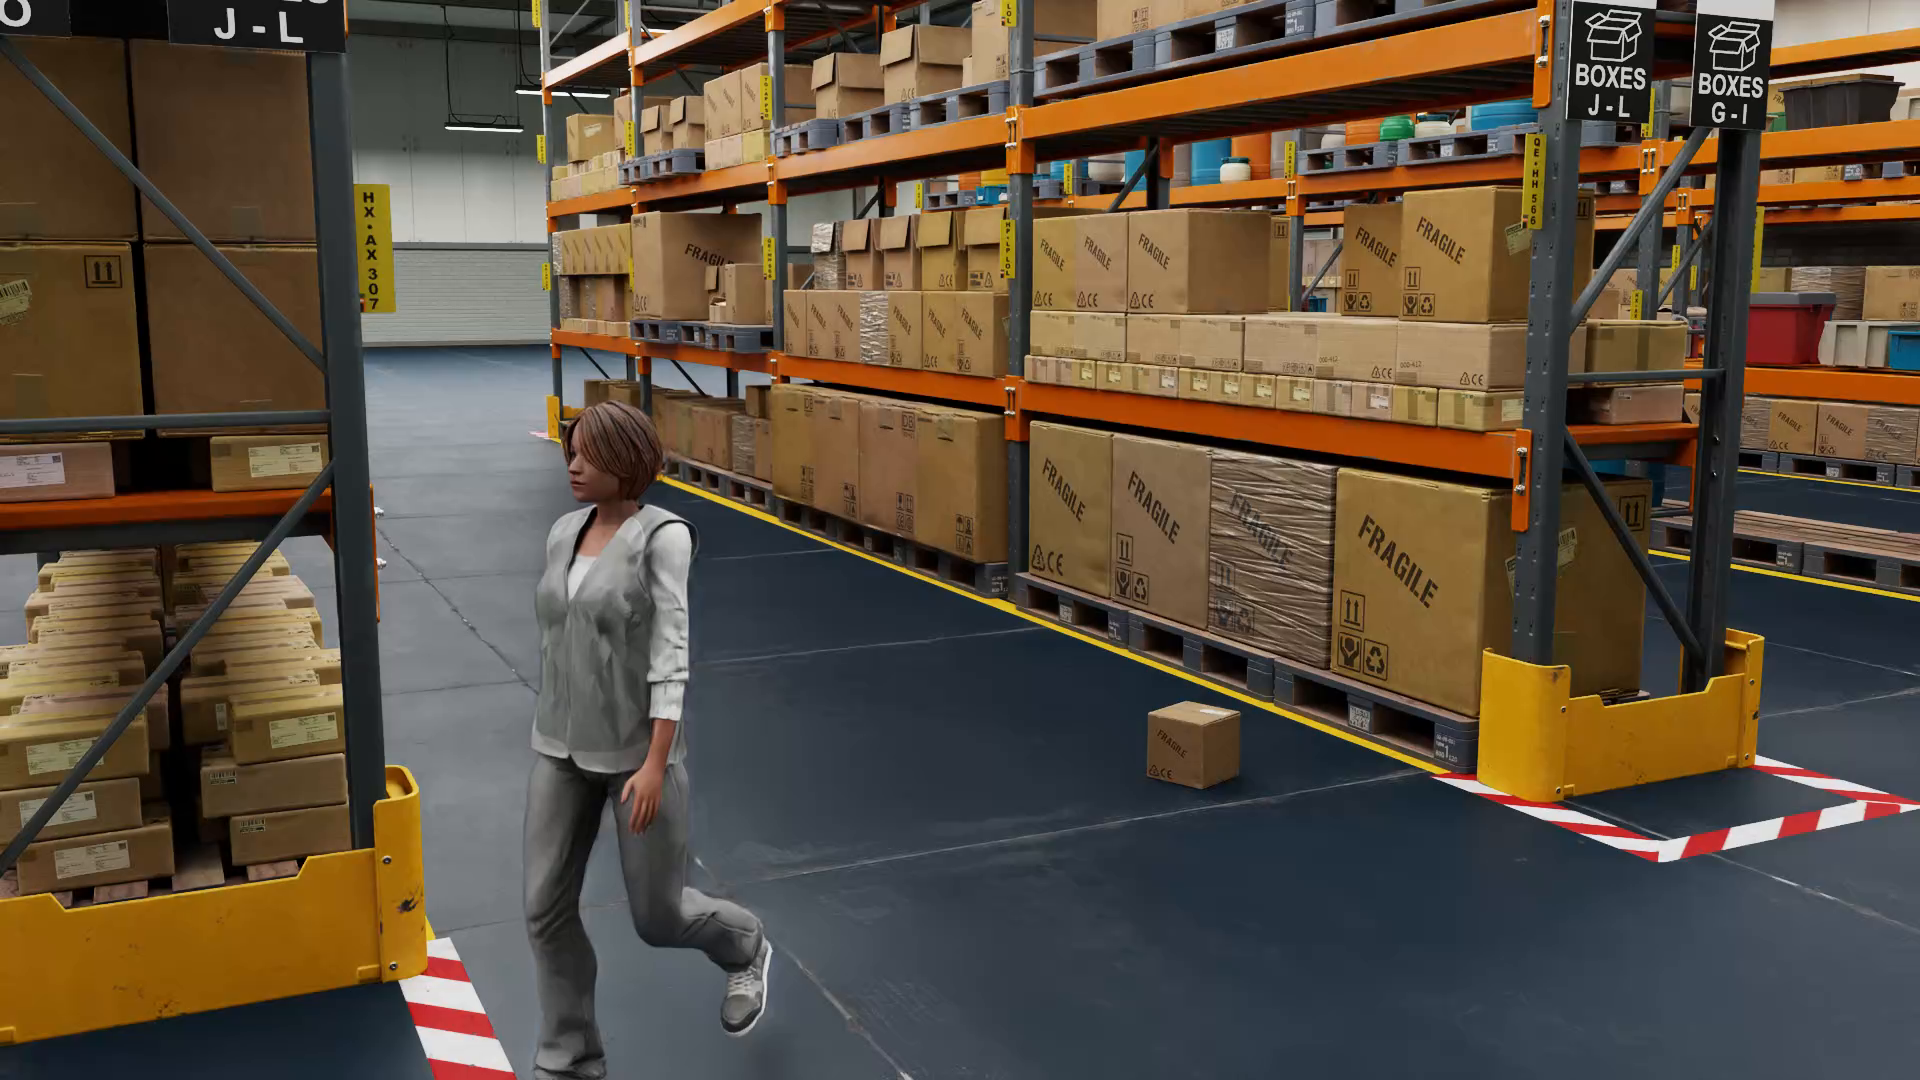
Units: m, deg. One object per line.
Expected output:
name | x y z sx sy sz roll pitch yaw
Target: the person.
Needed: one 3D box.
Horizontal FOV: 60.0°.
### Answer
person | -0.753 0.477 3.701 0.419 1.572 0.763 4 10 26
